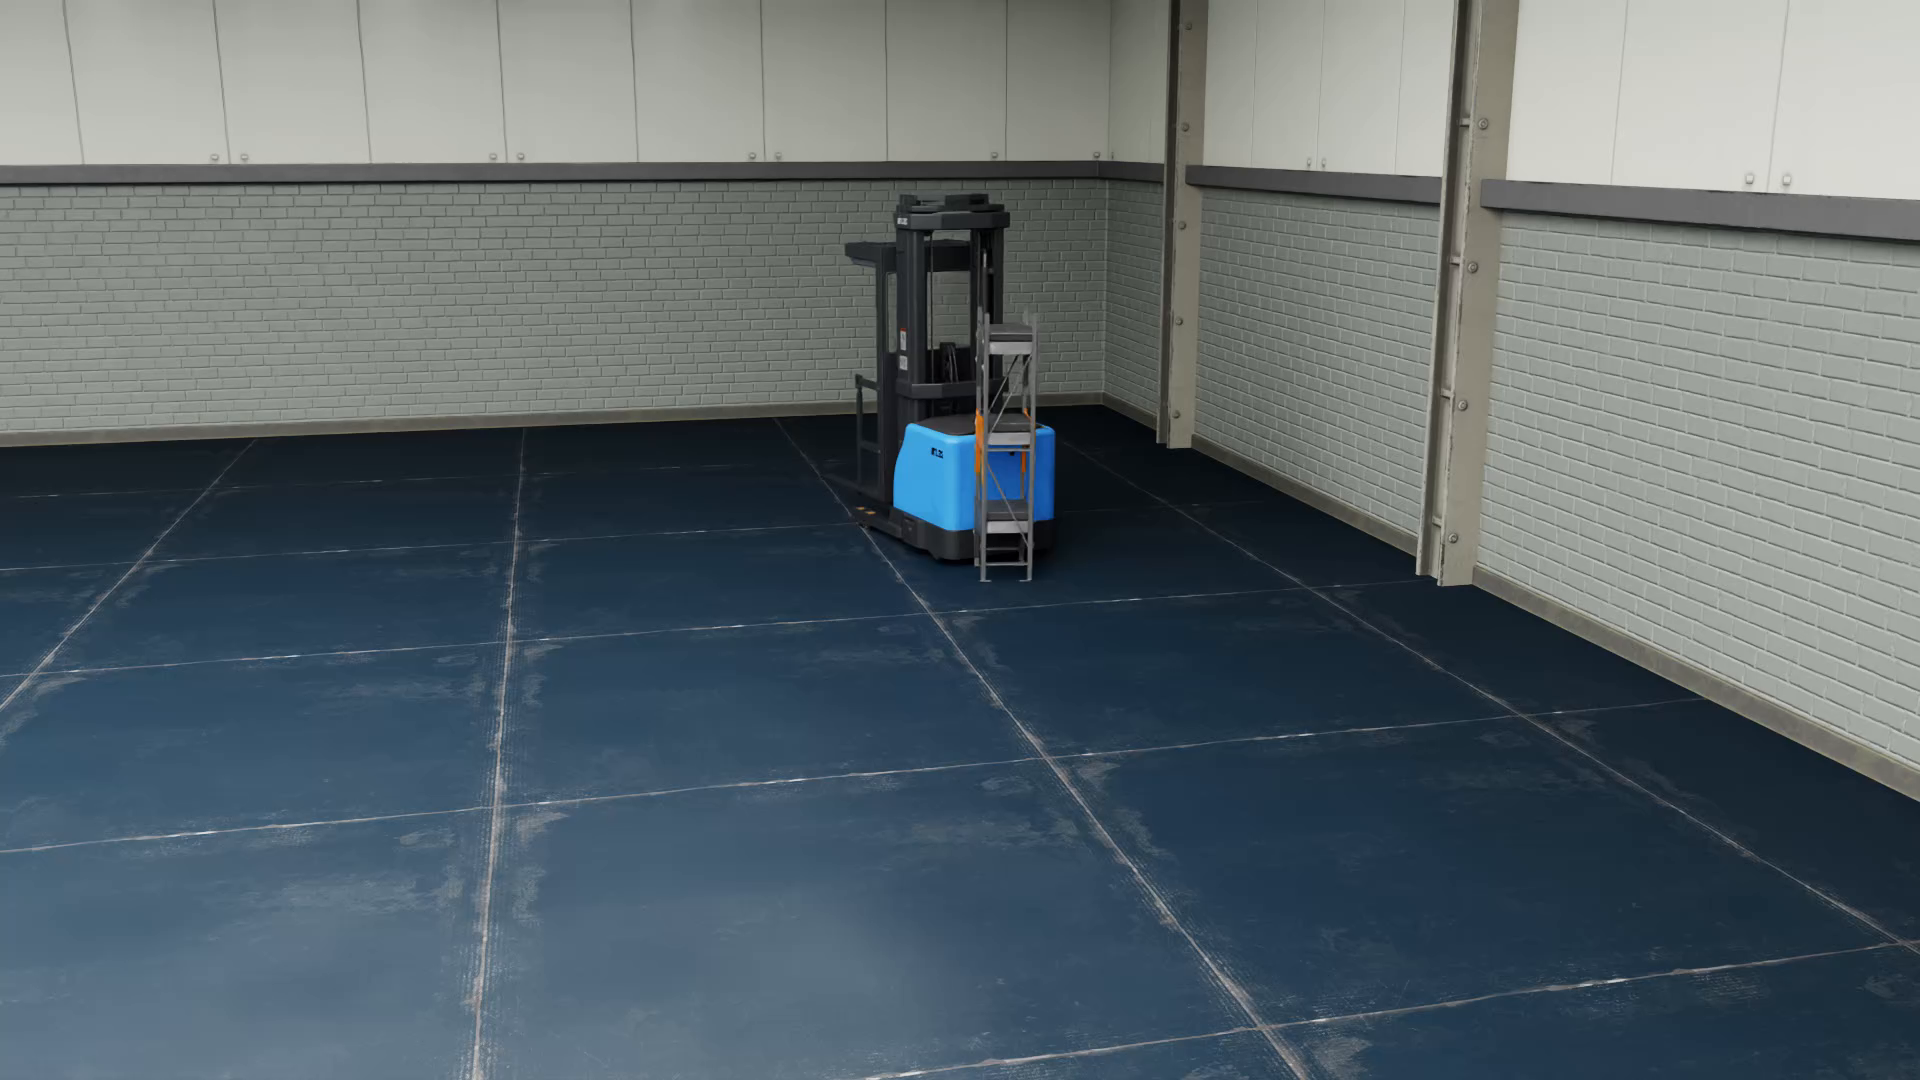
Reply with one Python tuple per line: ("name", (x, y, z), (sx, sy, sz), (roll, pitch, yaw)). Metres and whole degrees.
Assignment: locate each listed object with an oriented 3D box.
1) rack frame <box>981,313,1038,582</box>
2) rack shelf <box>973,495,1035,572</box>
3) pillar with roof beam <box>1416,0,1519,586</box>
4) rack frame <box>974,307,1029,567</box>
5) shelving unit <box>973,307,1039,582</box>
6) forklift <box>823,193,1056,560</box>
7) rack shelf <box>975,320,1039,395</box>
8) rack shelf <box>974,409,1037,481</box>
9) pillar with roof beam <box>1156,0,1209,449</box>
("rack frame", (0.376, -0.693, 12.827), (0.400, 2.100, 0.015), (-1, 14, -6))
("rack shelf", (0.344, -0.057, 13.231), (0.431, 0.518, 0.480), (-1, 14, -6))
("pillar with roof beam", (-0.340, -3.825, 11.124), (9.100, 9.000, 0.400), (-3, 14, -13))
("rack frame", (0.328, -0.808, 13.298), (0.400, 2.100, 0.015), (-1, 14, -6))
("shelving unit", (0.352, -0.750, 13.062), (0.431, 2.100, 0.503), (-1, 14, -6))
("forklift", (-0.328, -1.560, 14.637), (1.130, 2.935, 3.031), (-7, 15, -27))
("rack shelf", (0.360, -1.417, 12.900), (0.431, 0.518, 0.480), (-1, 14, -6))
("rack shelf", (0.352, -0.737, 13.066), (0.431, 0.518, 0.480), (-1, 14, -6))
("pillar with roof beam", (-1.749, -5.210, 16.790), (9.100, 9.000, 0.400), (-3, 14, -13))
